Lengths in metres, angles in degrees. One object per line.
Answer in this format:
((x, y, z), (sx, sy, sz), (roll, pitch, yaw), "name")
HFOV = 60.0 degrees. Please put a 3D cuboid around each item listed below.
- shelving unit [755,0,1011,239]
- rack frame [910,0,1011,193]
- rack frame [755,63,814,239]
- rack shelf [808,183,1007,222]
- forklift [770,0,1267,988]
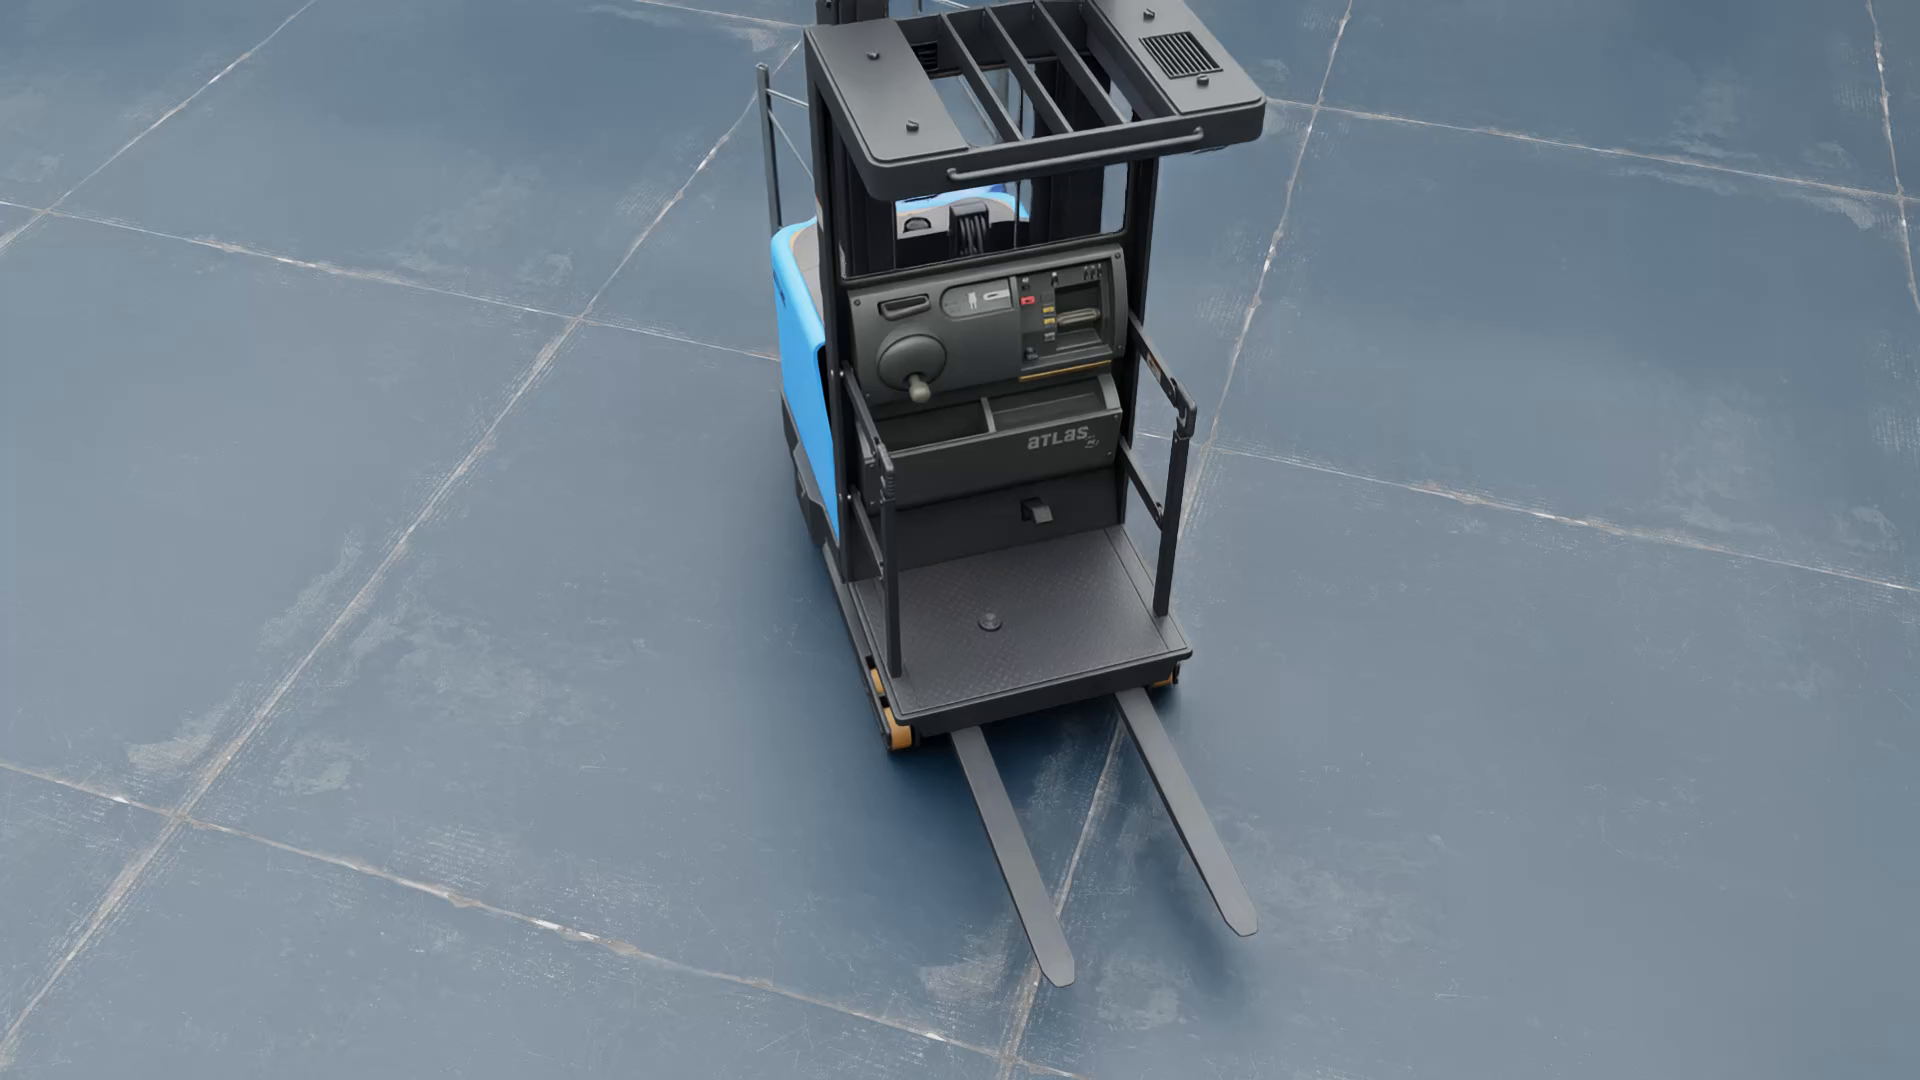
((-0.295, -1.516, 7.227), (0.538, 1.500, 1.048), (26, 50, 24), "shelving unit")
((-0.002, -1.807, 7.524), (0.500, 1.500, 0.032), (26, 50, 24), "rack frame")
((-0.588, -1.226, 6.930), (0.500, 1.500, 0.032), (26, 50, 24), "rack frame")
((-0.295, -1.388, 7.353), (0.538, 0.185, 1.000), (26, 50, 24), "rack shelf")
((0.167, -0.610, 5.278), (1.130, 2.935, 3.031), (-12, 46, -12), "forklift")
